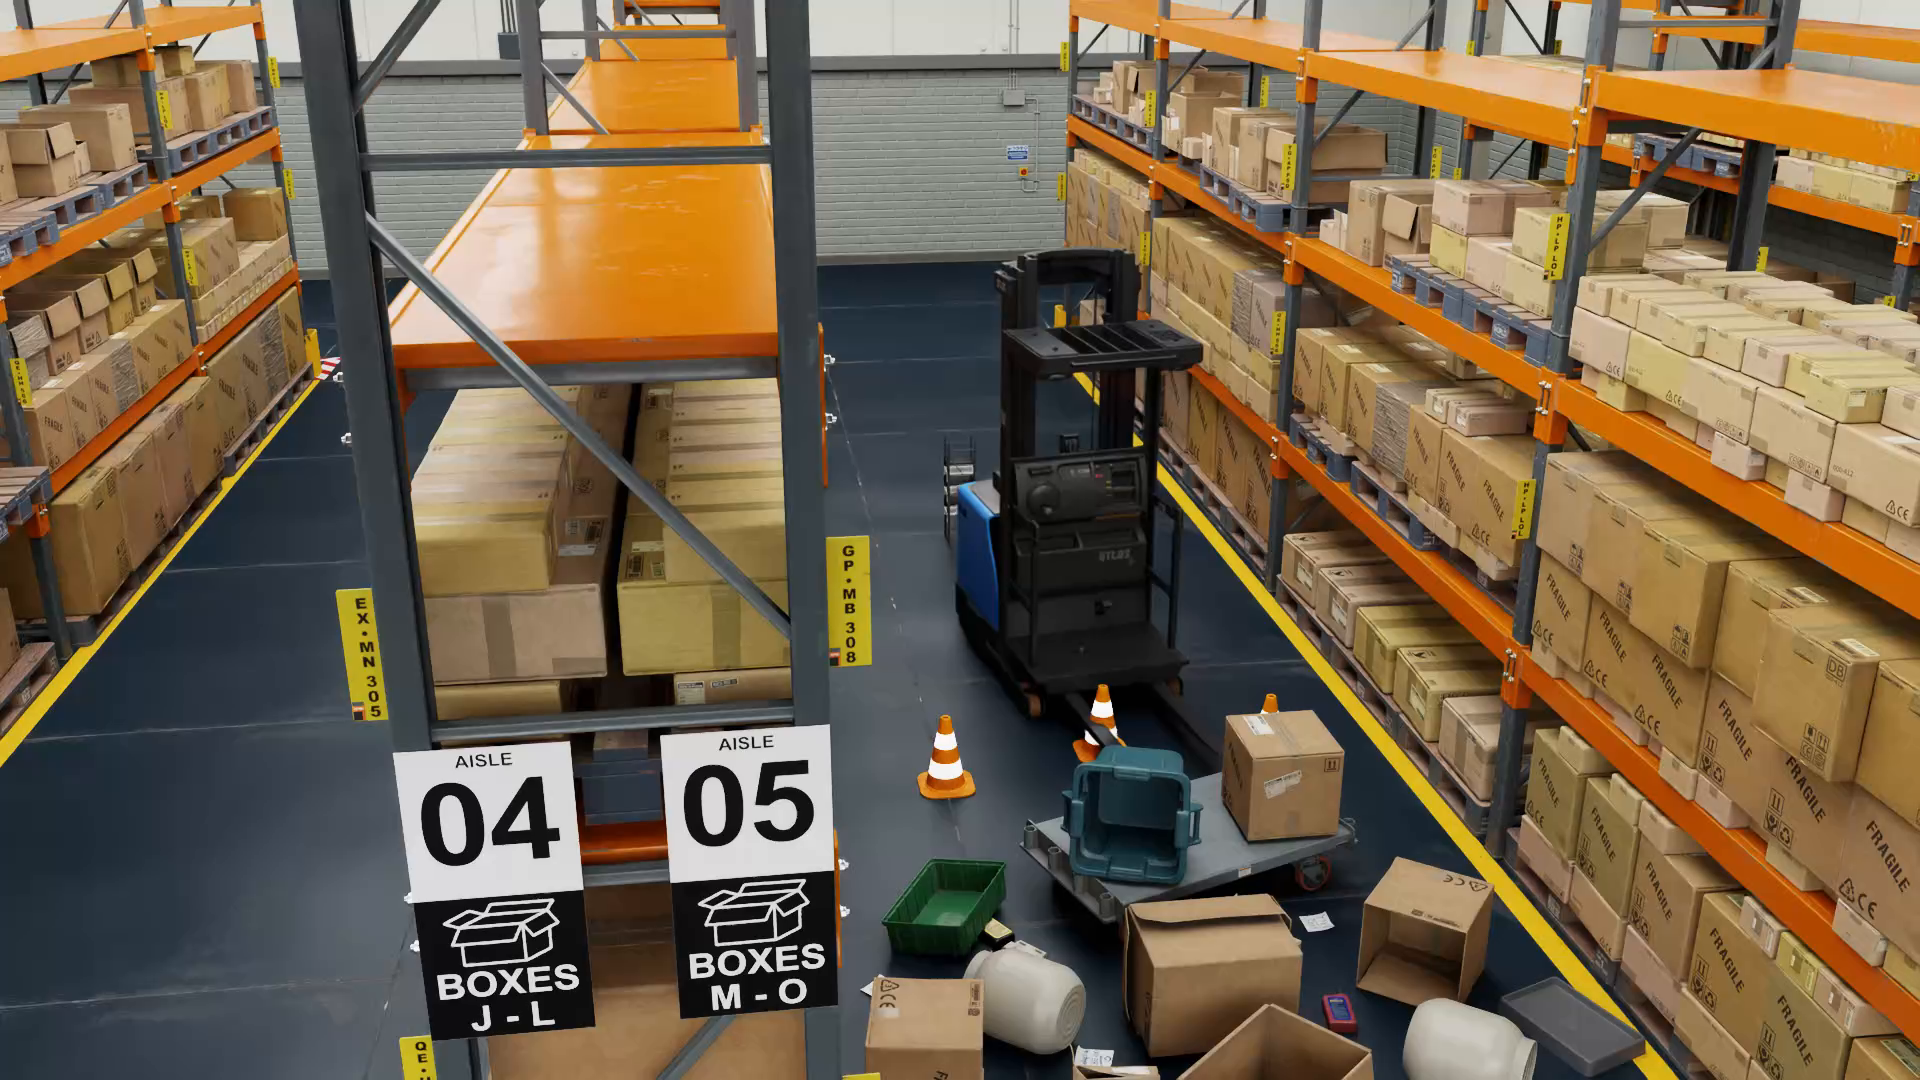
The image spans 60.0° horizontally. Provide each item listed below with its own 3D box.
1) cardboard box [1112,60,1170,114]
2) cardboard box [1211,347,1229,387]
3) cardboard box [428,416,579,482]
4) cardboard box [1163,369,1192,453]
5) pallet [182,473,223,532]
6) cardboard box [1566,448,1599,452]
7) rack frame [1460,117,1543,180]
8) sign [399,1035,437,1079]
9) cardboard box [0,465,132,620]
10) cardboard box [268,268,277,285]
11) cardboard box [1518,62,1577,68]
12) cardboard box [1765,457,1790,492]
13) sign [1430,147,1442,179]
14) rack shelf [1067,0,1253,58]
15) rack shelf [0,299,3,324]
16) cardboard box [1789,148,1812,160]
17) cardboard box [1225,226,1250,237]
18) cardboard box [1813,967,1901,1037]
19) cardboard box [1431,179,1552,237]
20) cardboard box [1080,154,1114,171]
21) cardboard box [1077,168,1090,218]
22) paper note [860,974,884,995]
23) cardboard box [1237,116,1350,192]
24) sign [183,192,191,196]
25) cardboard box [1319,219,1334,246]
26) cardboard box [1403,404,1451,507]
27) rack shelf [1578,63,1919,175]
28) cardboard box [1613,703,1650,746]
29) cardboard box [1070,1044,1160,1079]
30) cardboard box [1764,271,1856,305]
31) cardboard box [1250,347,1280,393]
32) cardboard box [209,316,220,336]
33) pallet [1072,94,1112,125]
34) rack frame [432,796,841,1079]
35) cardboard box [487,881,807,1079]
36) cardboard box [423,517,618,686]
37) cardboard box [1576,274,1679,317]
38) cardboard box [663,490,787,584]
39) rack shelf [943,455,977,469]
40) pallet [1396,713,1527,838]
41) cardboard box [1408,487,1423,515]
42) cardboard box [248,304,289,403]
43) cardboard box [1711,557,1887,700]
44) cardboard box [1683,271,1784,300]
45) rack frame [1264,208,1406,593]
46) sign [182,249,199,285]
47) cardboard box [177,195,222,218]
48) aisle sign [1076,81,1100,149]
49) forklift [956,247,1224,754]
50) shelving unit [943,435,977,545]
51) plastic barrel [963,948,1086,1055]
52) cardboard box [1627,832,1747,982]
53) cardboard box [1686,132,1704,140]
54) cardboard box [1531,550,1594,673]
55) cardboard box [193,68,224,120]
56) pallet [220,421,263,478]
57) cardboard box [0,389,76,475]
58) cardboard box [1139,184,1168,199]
[{"bbox_3d":[1.910,-4.791,17.584,0.500,0.500,0.500,-3,21,-7],"label":"cardboard box"},{"bbox_3d":[2.446,-1.474,14.091,0.500,0.250,0.500,-3,21,-8],"label":"cardboard box"},{"bbox_3d":[-1.304,-0.246,4.776,0.380,0.149,0.250,-3,21,-7],"label":"cardboard box"},{"bbox_3d":[2.513,-1.407,16.133,0.875,0.875,0.875,-2,21,-6],"label":"cardboard box"},{"bbox_3d":[-7.276,-0.347,14.843,1.003,0.211,1.213,-3,21,-8],"label":"pallet"},{"bbox_3d":[3.714,-0.206,9.313,0.500,0.500,0.500,-2,21,-6],"label":"cardboard box"},{"bbox_3d":[6.679,-4.053,20.780,1.000,3.000,0.127,-3,21,-8],"label":"rack frame"},{"bbox_3d":[-1.348,1.392,4.208,0.100,0.325,0.005,-3,21,-8],"label":"sign"},{"bbox_3d":[-6.964,0.027,12.293,1.225,0.875,0.875,-4,21,-10],"label":"cardboard box"},{"bbox_3d":[-7.552,-2.813,17.820,0.380,0.149,0.250,-3,21,-7],"label":"cardboard box"},{"bbox_3d":[6.635,-5.245,18.759,0.500,0.250,0.500,-3,21,-9],"label":"cardboard box"},{"bbox_3d":[3.522,-0.279,6.747,0.380,0.149,0.250,-3,21,-7],"label":"cardboard box"},{"bbox_3d":[3.459,-2.705,12.146,0.100,0.325,0.005,-3,21,-8],"label":"sign"},{"bbox_3d":[2.056,-5.395,17.399,1.077,0.370,4.000,-3,21,-8],"label":"rack shelf"},{"bbox_3d":[-6.597,-0.907,9.099,1.077,0.370,4.000,-3,21,-8],"label":"rack shelf"},{"bbox_3d":[7.384,-3.362,14.288,0.380,0.149,0.250,-2,21,-6],"label":"cardboard box"},{"bbox_3d":[2.739,-2.611,15.347,0.500,0.500,0.500,-3,21,-7],"label":"cardboard box"},{"bbox_3d":[3.582,1.787,6.476,0.380,0.149,0.250,-2,21,-6],"label":"cardboard box"},{"bbox_3d":[3.119,-1.959,9.786,0.500,0.250,0.500,-3,21,-7],"label":"cardboard box"},{"bbox_3d":[1.577,-4.301,18.944,0.380,0.149,0.250,-2,21,-6],"label":"cardboard box"},{"bbox_3d":[1.637,-3.957,18.953,0.500,0.500,0.500,-3,21,-9],"label":"cardboard box"},{"bbox_3d":[-0.393,2.216,8.239,0.142,0.020,0.147,17,27,39],"label":"paper note"},{"bbox_3d":[2.591,-3.013,12.967,0.700,0.500,0.500,-4,21,-10],"label":"cardboard box"},{"bbox_3d":[-8.588,-3.718,18.534,0.100,0.325,0.005,-3,21,-8],"label":"sign"},{"bbox_3d":[2.798,-2.201,11.895,0.380,0.149,0.250,-3,21,-8],"label":"cardboard box"},{"bbox_3d":[3.063,-0.528,10.175,0.500,0.500,0.500,-2,21,-6],"label":"cardboard box"},{"bbox_3d":[3.786,-1.426,6.205,1.077,0.370,4.000,-3,21,-8],"label":"rack shelf"},{"bbox_3d":[3.383,0.859,7.988,0.380,0.149,0.250,-2,21,-6],"label":"cardboard box"},{"bbox_3d":[0.684,2.421,7.354,0.396,0.266,0.258,1,20,2],"label":"cardboard box"},{"bbox_3d":[7.414,-2.084,14.761,0.797,0.503,0.637,-3,21,-9],"label":"cardboard box"},{"bbox_3d":[2.600,-1.350,13.044,0.500,0.250,0.500,-3,21,-8],"label":"cardboard box"},{"bbox_3d":[-7.213,-2.009,15.667,0.380,0.149,0.250,-4,21,-10],"label":"cardboard box"},{"bbox_3d":[1.885,-4.909,18.911,1.003,0.211,1.213,-3,21,-8],"label":"pallet"},{"bbox_3d":[-0.809,2.023,4.512,1.000,3.000,0.127,-3,21,-8],"label":"rack frame"},{"bbox_3d":[-0.824,1.317,4.646,0.875,0.550,0.550,-3,21,-8],"label":"cardboard box"},{"bbox_3d":[-1.156,0.150,4.287,0.500,0.250,0.500,-3,21,-7],"label":"cardboard box"},{"bbox_3d":[3.220,-1.182,8.026,0.380,0.149,0.250,-3,21,-9],"label":"cardboard box"},{"bbox_3d":[-0.542,-0.013,4.153,0.380,0.149,0.250,-3,21,-7],"label":"cardboard box"},{"bbox_3d":[-0.001,-0.646,13.983,0.258,0.077,0.200,-3,21,-8],"label":"rack shelf"},{"bbox_3d":[3.384,1.390,10.192,1.003,0.211,1.213,-3,21,-8],"label":"pallet"},{"bbox_3d":[3.018,-0.244,10.340,0.380,0.149,0.250,-3,21,-8],"label":"cardboard box"},{"bbox_3d":[-7.736,-1.970,17.640,0.875,0.875,0.875,-3,21,-8],"label":"cardboard box"},{"bbox_3d":[3.609,0.391,6.884,0.700,0.500,0.500,-3,21,-8],"label":"cardboard box"},{"bbox_3d":[3.760,-1.209,8.098,0.380,0.149,0.250,-2,21,-7],"label":"cardboard box"},{"bbox_3d":[2.921,-1.031,12.690,1.000,3.000,0.127,-3,21,-8],"label":"rack frame"},{"bbox_3d":[-6.926,-2.453,14.954,0.100,0.325,0.005,-3,21,-8],"label":"sign"},{"bbox_3d":[-8.164,-3.369,17.666,0.500,0.500,0.500,-3,21,-9],"label":"cardboard box"},{"bbox_3d":[1.471,-5.029,19.679,0.394,0.787,0.004,-3,21,-8],"label":"aisle sign"},{"bbox_3d":[0.877,-0.346,10.952,1.130,2.935,3.031,-6,21,-16],"label":"forklift"},{"bbox_3d":[-0.001,-0.424,14.066,0.258,0.900,0.210,-3,21,-8],"label":"shelving unit"},{"bbox_3d":[0.296,2.161,7.827,0.512,0.421,0.421,12,24,30],"label":"plastic barrel"},{"bbox_3d":[3.478,1.676,7.700,0.500,0.500,0.500,-2,21,-5],"label":"cardboard box"},{"bbox_3d":[6.994,-3.809,15.457,0.380,0.149,0.250,-3,21,-7],"label":"cardboard box"},{"bbox_3d":[3.285,0.334,8.467,0.500,0.500,0.500,-3,21,-8],"label":"cardboard box"},{"bbox_3d":[-7.826,-4.442,16.649,0.700,0.500,0.500,-4,21,-11],"label":"cardboard box"},{"bbox_3d":[-7.494,-0.877,16.264,1.003,0.211,1.213,-3,21,-8],"label":"pallet"},{"bbox_3d":[-6.686,-0.760,11.822,0.500,0.500,0.500,-2,21,-6],"label":"cardboard box"},{"bbox_3d":[2.028,-3.510,16.827,0.380,0.149,0.250,-3,21,-8],"label":"cardboard box"}]
